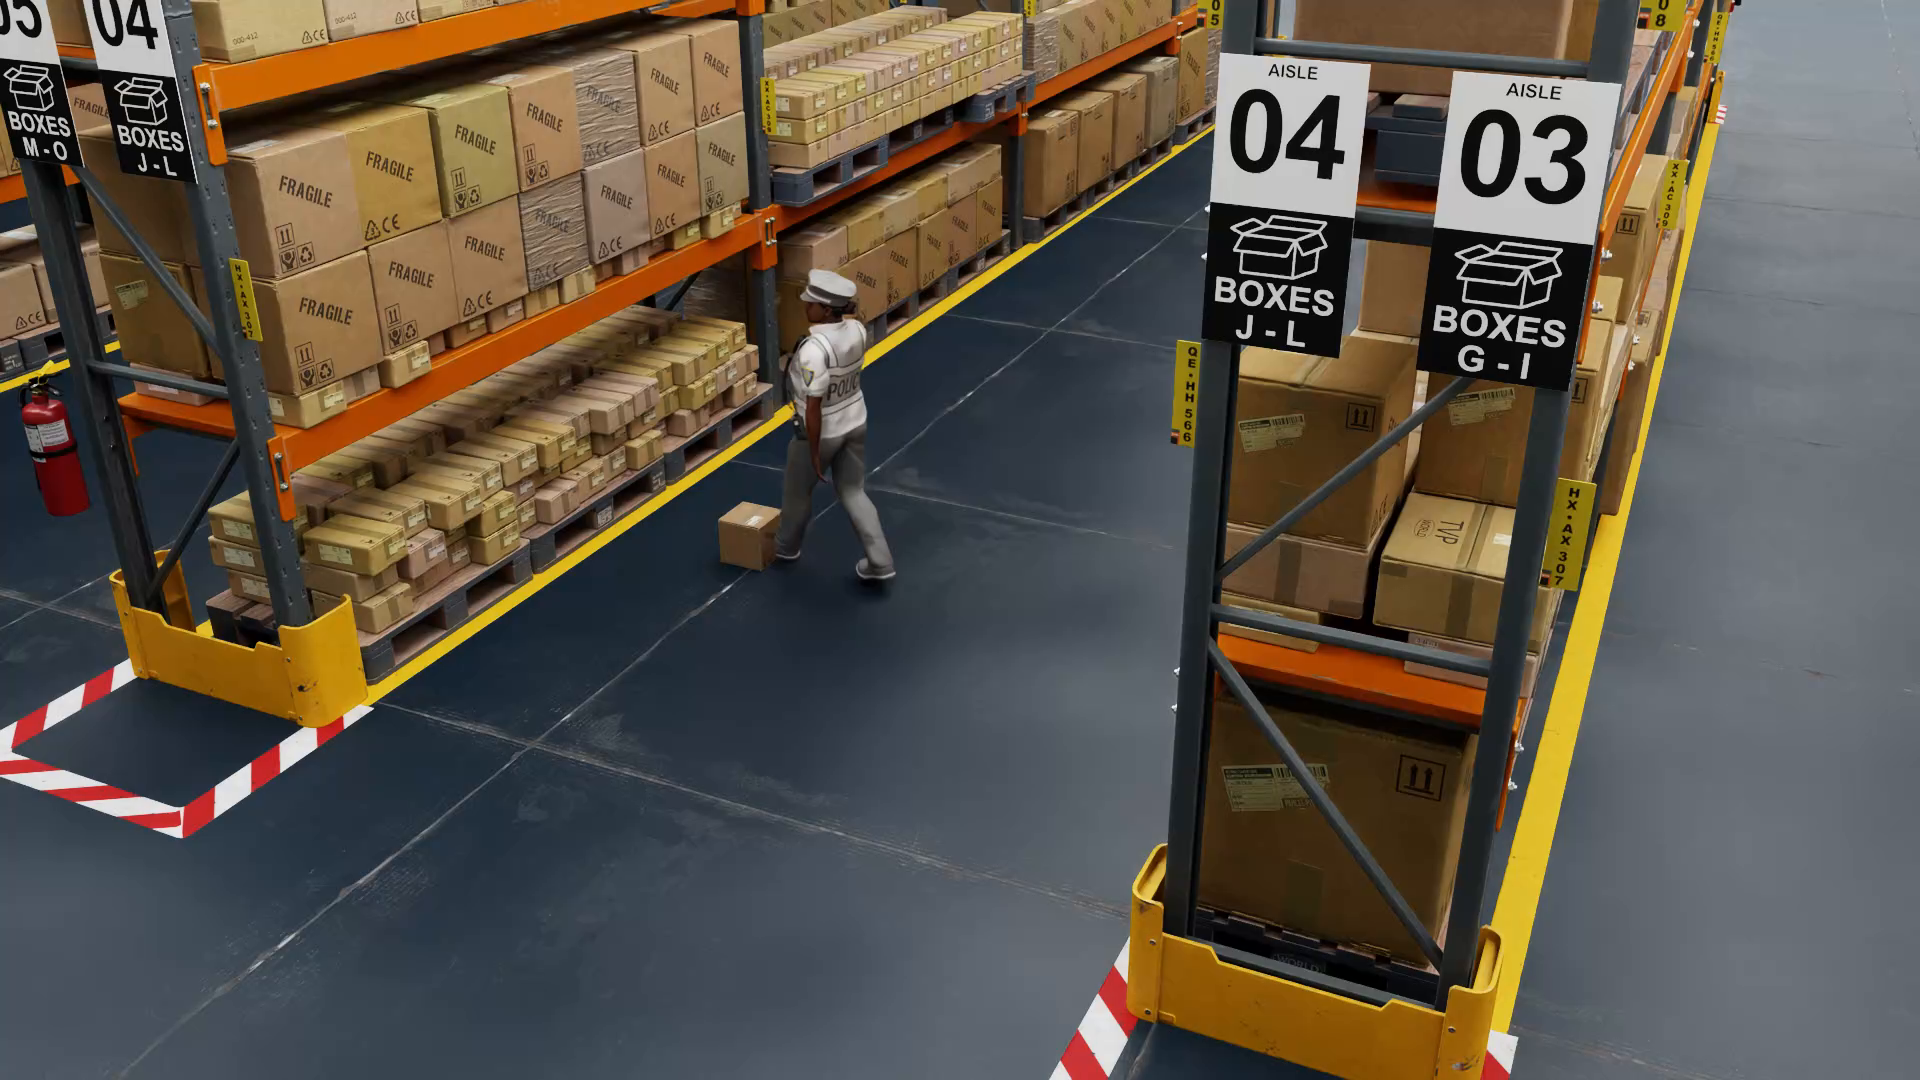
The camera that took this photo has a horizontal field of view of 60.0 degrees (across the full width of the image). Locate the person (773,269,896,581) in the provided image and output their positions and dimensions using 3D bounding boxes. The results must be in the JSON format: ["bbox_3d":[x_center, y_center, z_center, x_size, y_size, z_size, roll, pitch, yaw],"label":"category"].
[{"bbox_3d":[-0.712,-0.591,8.303,0.898,1.630,0.508,20,32,34],"label":"person"}]
